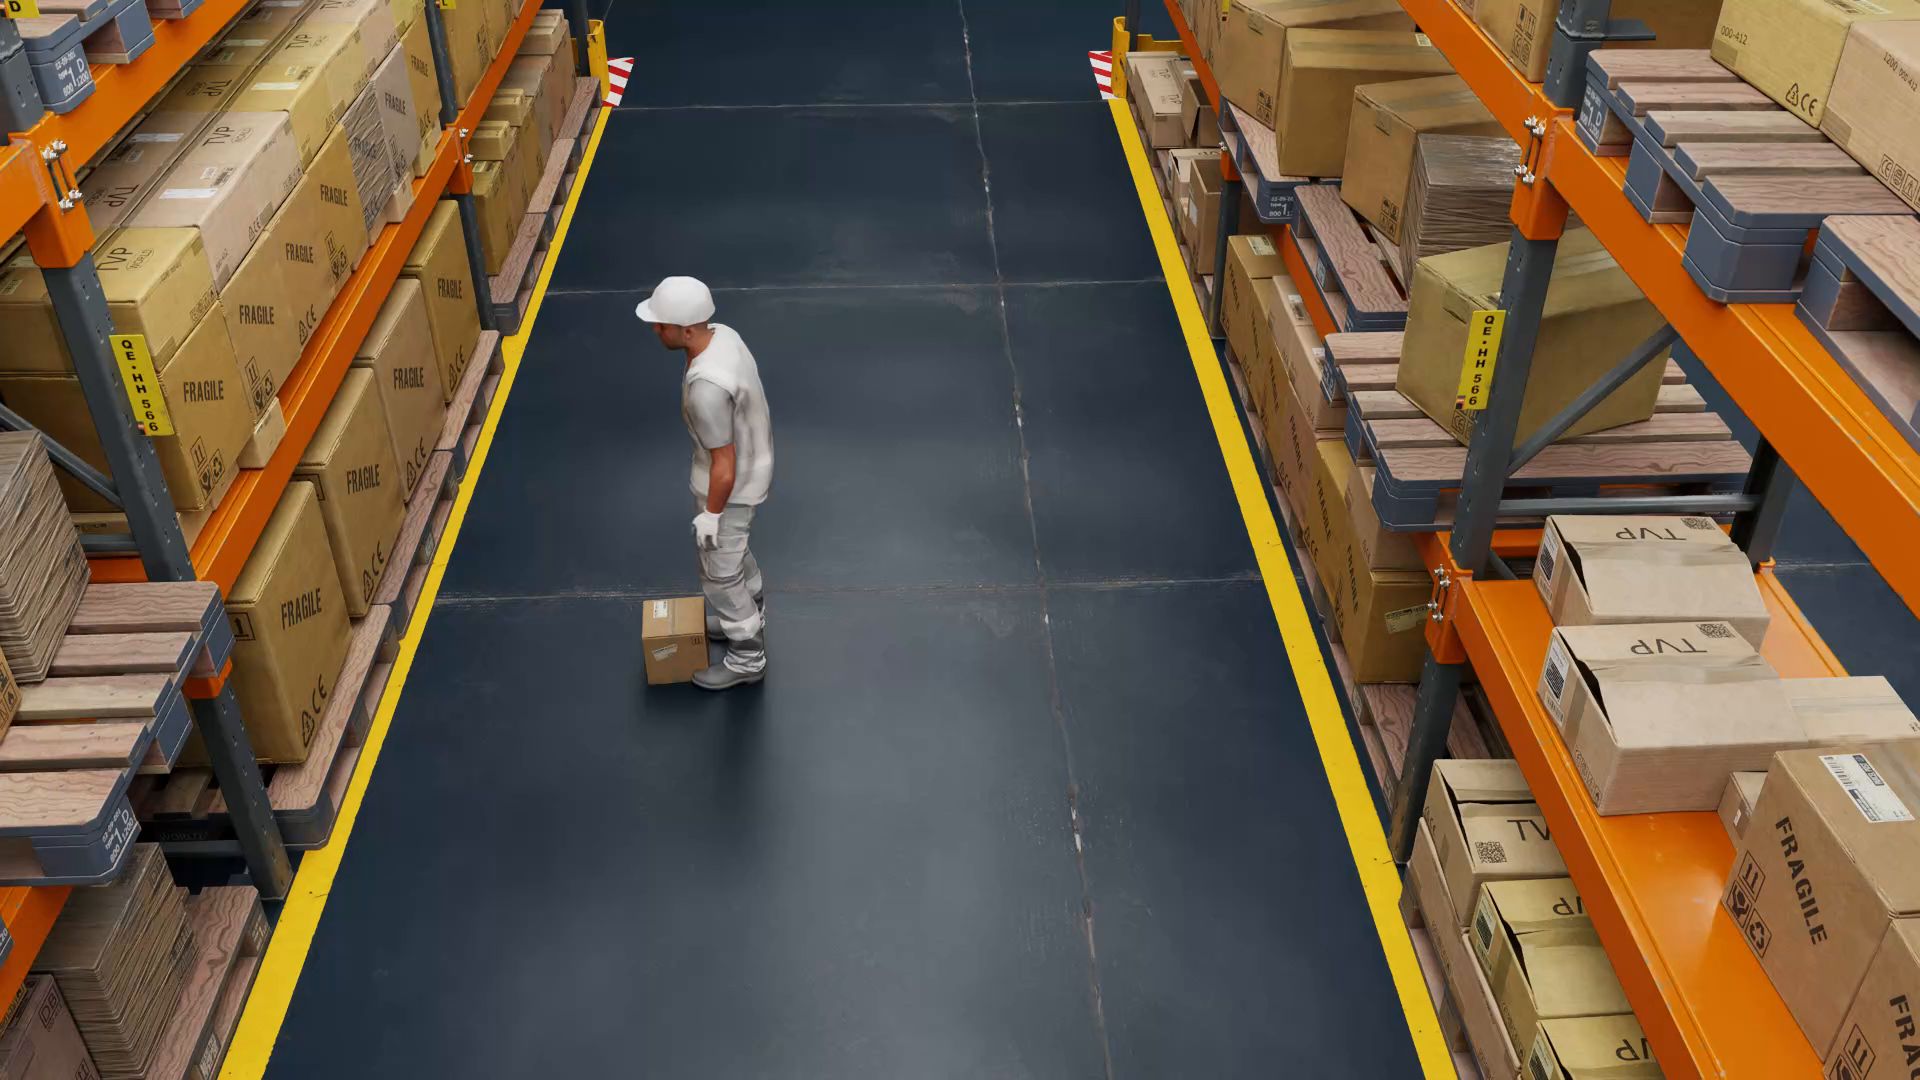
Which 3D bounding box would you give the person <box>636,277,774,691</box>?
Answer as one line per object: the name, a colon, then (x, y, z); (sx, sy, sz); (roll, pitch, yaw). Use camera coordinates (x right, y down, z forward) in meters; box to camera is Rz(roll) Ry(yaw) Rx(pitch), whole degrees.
person: (-0.941, -0.220, 6.448); (0.453, 1.778, 0.605); (-2, 35, -2)
